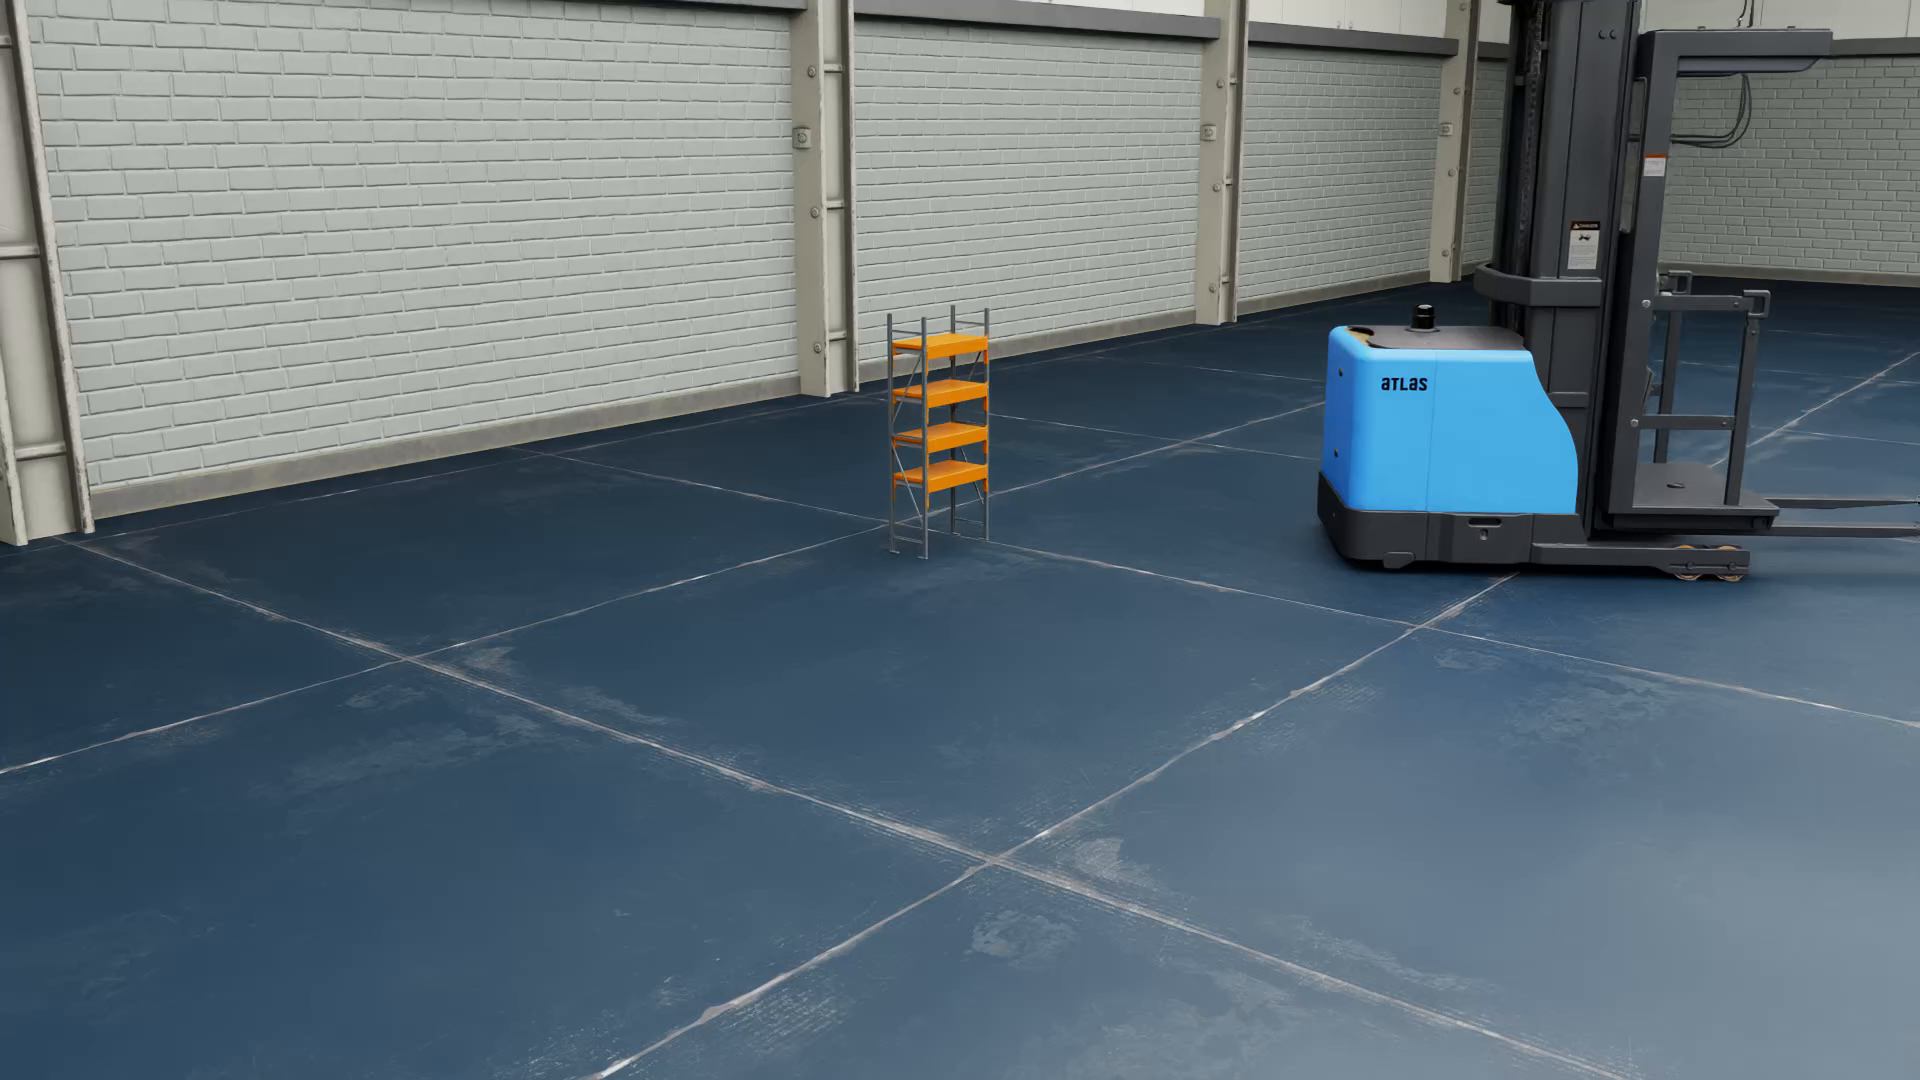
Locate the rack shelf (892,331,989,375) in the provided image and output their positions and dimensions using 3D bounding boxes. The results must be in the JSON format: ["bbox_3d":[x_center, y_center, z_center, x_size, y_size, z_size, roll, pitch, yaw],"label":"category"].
[{"bbox_3d":[-0.104,-0.931,8.254,0.258,0.148,0.480,11,18,38],"label":"rack shelf"}]

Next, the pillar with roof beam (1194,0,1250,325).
[{"bbox_3d":[6.074,-6.024,14.058,9.100,9.000,0.400,11,18,38],"label":"pillar with roof beam"}]

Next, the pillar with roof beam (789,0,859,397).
[{"bbox_3d":[2.303,-4.875,9.535,9.100,9.000,0.400,11,18,38],"label":"pillar with roof beam"}]

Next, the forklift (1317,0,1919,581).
[{"bbox_3d":[3.388,-1.361,8.027,3.031,2.935,1.130,1,14,4],"label":"forklift"}]

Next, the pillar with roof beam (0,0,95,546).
[{"bbox_3d":[-1.468,-3.726,5.012,9.100,9.000,0.400,11,18,38],"label":"pillar with roof beam"}]

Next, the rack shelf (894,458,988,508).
[{"bbox_3d":[-0.104,-0.292,8.416,0.258,0.148,0.480,11,18,38],"label":"rack shelf"}]

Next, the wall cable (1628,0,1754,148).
[{"bbox_3d":[9.377,-6.694,23.001,3.097,2.526,0.112,11,18,38],"label":"wall cable"}]

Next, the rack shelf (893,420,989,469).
[{"bbox_3d":[-0.104,-0.485,8.367,0.258,0.148,0.480,11,18,38],"label":"rack shelf"}]

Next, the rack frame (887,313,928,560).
[{"bbox_3d":[-0.257,-0.503,8.166,0.240,1.200,0.015,11,18,38],"label":"rack frame"}]

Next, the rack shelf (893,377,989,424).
[{"bbox_3d":[-0.104,-0.701,8.312,0.258,0.148,0.480,11,18,38],"label":"rack shelf"}]

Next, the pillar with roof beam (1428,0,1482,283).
[{"bbox_3d":[9.845,-7.173,18.581,9.100,9.000,0.400,11,18,38],"label":"pillar with roof beam"}]

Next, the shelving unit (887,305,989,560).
[{"bbox_3d":[-0.104,-0.550,8.350,0.258,1.200,0.503,11,18,38],"label":"shelving unit"}]

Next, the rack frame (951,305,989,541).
[{"bbox_3d":[0.049,-0.597,8.534,0.240,1.200,0.015,11,18,38],"label":"rack frame"}]
